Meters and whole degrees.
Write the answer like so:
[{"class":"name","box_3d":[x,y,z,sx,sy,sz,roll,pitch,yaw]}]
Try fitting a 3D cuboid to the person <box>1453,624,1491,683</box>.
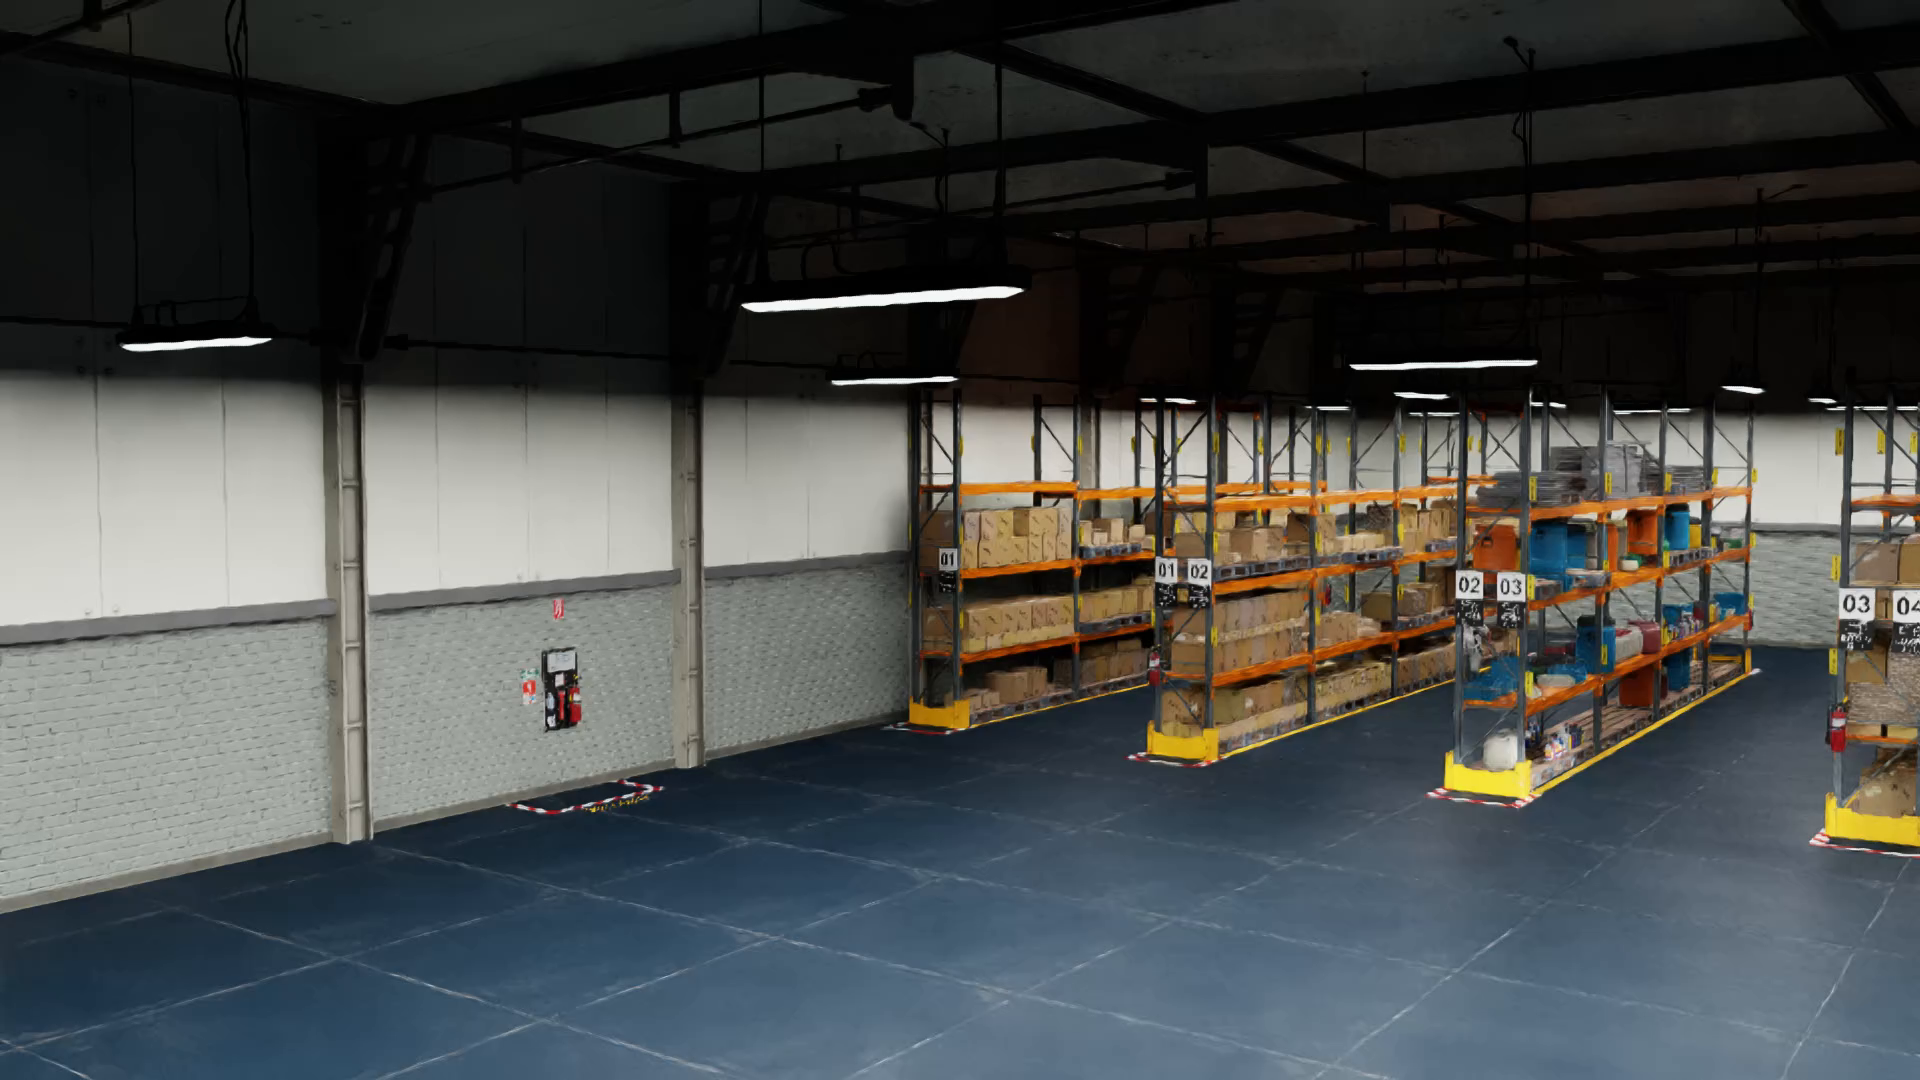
[{"class":"person","box_3d":[10.285,2.254,33.491,0.660,1.682,0.915,3,4,42]}]
